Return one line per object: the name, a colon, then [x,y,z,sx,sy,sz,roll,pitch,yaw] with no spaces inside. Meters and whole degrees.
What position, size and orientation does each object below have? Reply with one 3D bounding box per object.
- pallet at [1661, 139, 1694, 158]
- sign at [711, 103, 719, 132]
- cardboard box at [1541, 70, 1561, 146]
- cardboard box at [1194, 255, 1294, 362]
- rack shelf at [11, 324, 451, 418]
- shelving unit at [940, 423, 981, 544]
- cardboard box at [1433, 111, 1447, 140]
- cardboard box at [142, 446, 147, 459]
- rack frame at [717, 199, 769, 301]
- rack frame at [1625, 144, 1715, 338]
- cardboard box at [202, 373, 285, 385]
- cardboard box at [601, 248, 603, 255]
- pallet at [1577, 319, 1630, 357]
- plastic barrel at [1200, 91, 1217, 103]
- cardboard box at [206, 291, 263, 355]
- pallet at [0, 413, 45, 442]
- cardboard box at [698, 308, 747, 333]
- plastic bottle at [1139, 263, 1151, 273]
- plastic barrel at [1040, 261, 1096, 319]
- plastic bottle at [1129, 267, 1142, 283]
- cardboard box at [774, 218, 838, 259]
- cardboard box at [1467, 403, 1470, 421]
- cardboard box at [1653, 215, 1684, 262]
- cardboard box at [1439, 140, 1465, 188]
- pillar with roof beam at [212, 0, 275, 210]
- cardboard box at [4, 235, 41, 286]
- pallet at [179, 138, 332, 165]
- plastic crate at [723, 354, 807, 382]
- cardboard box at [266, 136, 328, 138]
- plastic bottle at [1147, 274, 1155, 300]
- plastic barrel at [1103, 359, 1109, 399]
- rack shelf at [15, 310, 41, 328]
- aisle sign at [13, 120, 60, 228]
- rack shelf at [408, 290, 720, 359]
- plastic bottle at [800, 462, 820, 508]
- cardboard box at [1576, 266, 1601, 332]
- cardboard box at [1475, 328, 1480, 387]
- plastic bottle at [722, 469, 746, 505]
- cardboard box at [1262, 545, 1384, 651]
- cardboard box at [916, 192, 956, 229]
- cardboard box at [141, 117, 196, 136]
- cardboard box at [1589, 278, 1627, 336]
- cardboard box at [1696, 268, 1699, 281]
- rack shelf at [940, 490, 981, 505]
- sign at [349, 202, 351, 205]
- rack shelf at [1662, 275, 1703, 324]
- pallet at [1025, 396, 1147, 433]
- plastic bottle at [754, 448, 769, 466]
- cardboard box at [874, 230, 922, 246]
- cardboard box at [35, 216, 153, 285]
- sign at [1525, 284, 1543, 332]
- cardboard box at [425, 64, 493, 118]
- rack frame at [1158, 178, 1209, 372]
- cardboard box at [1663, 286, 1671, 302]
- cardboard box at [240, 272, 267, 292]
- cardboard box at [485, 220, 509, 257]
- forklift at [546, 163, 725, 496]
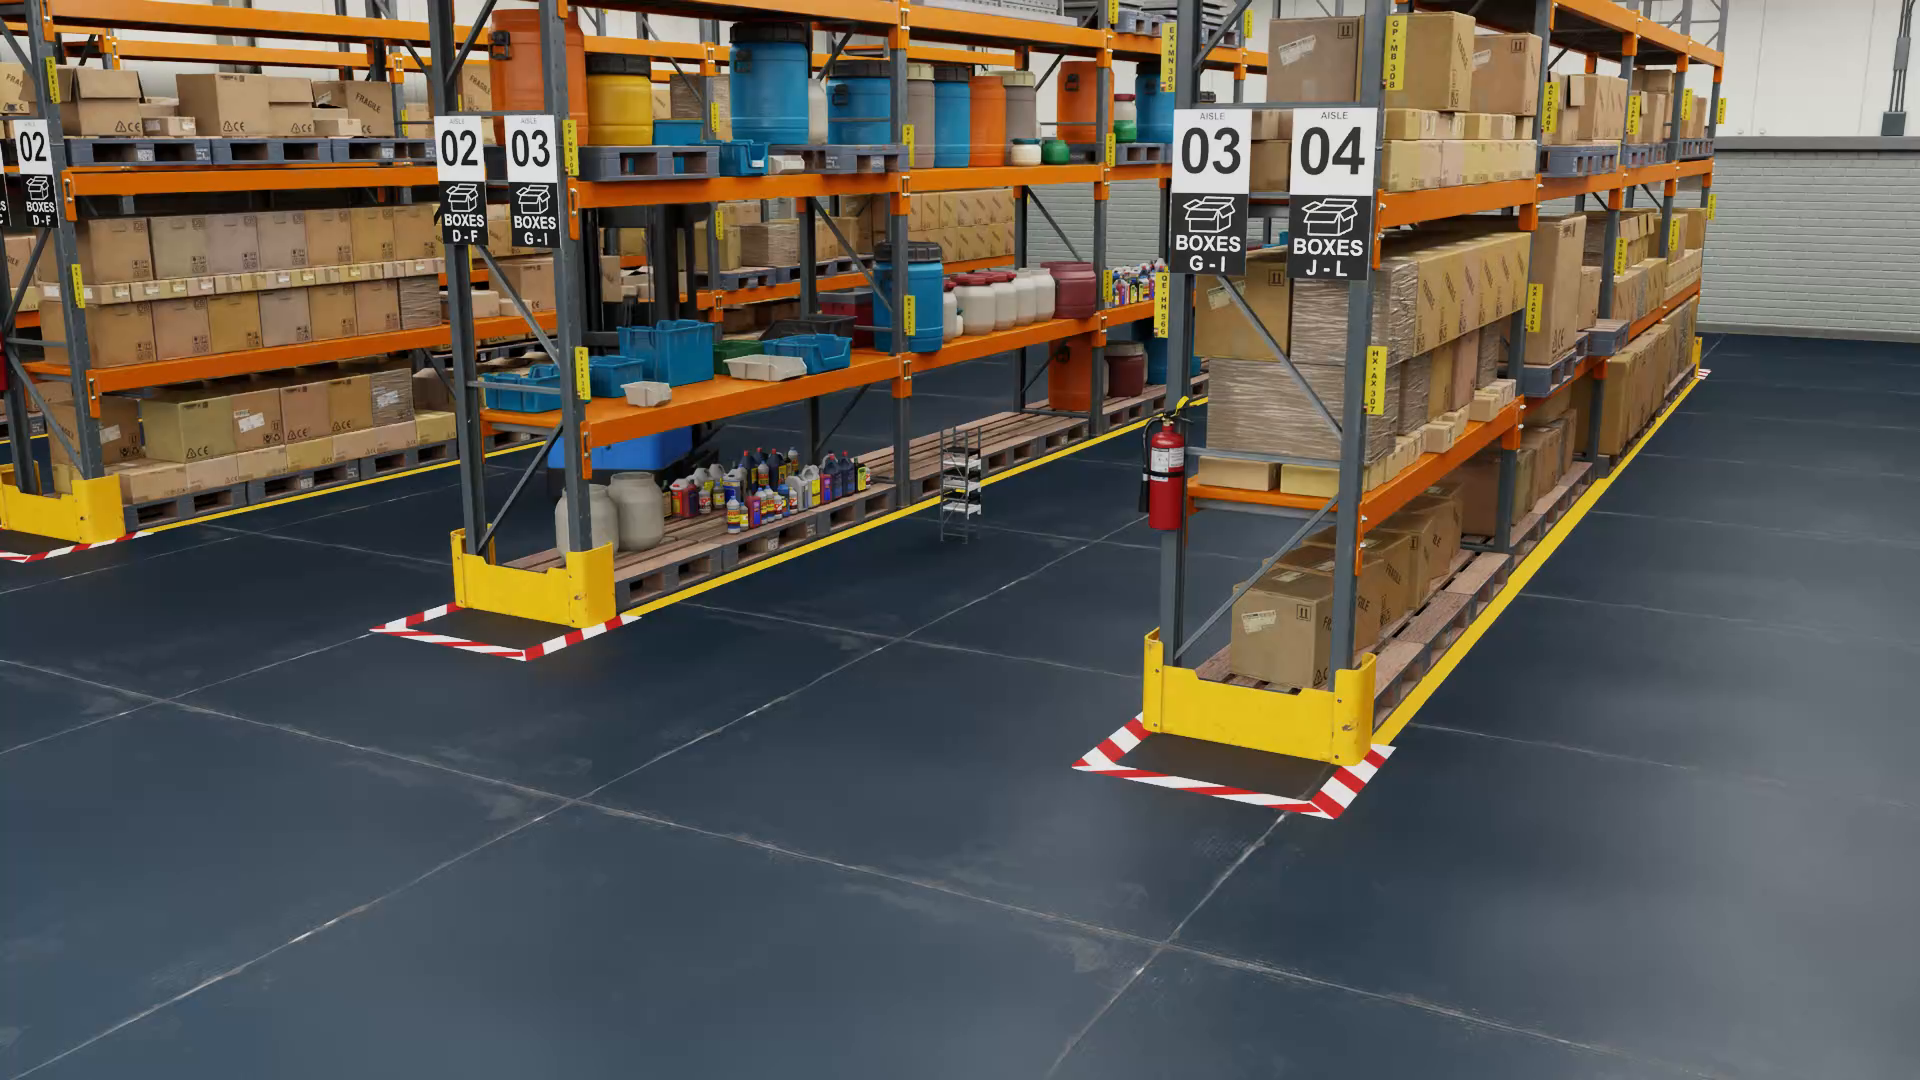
pallet: [7.715,-4.449,18.876,1.003,0.211,1.213,7,15,28]
sign: [-2.812,-4.853,19.091,0.100,0.325,0.005,7,15,28]
cardboard box: [3.756,-3.024,11.658,0.797,0.503,0.637,7,15,25]
cardboard box: [1.558,-1.225,8.734,0.500,0.500,0.500,7,15,28]
rack shelf: [-6.194,-1.589,14.759,1.077,0.370,4.000,7,15,28]
shelving unit: [0.004,-0.439,12.935,0.258,0.900,0.210,7,15,28]
cardboard box: [2.384,-2.220,8.910,0.380,0.149,0.250,7,15,28]
cardboard box: [-6.929,-0.643,14.272,0.500,0.250,0.500,7,15,28]
rack frame: [-3.765,-5.371,28.913,1.000,3.000,0.127,7,15,28]
rack frame: [9.244,-3.688,21.930,1.000,3.000,0.127,7,15,28]
cardboard box: [-6.449,-1.213,15.036,0.500,0.500,0.500,7,15,28]
cardboard box: [-5.614,-4.337,25.116,0.380,0.149,0.250,8,15,29]
pallet: [5.125,-1.795,14.488,1.213,0.211,1.003,7,15,28]
plastic barrel: [2.711,-4.972,19.558,0.600,0.588,0.600,0,14,0]
cardboard box: [-6.429,-1.881,14.221,0.700,0.500,0.500,7,15,28]
pallet: [-10.448,-1.161,17.398,1.003,0.211,1.213,7,15,28]
cardboard box: [-3.024,-2.763,20.890,0.500,0.250,0.500,8,16,30]
plastic bottle: [2.240,-3.241,20.342,0.152,0.276,0.135,7,15,28]
plastic barrel: [1.081,-2.544,16.896,0.600,0.536,0.708,7,15,28]
plastic bottle: [2.102,-3.109,19.794,0.152,0.276,0.135,7,15,28]
cardboard box: [-2.062,-4.023,22.210,0.700,0.500,0.500,10,17,37]
cardboard box: [3.034,-0.831,10.617,0.380,0.149,0.250,7,15,28]
cardboard box: [8.010,-3.473,19.123,0.500,0.500,0.500,7,15,28]
cardboard box: [2.455,-2.068,9.130,0.500,0.250,0.500,7,15,28]
pillar with roof beam: [-5.249,-5.990,18.679,9.100,9.000,0.400,7,15,28]
cardboard box: [-9.760,-2.976,17.653,0.500,0.500,0.500,7,15,28]
pallet: [-6.208,-3.337,14.263,1.003,0.211,1.213,7,15,28]
plastic crate: [-1.456,-1.297,12.575,0.530,0.136,0.437,7,15,28]
cardboard box: [-8.340,-4.993,20.680,0.797,0.503,0.637,10,17,36]
plastic bottle: [2.131,-2.835,18.641,0.061,0.283,0.133,7,15,28]
plastic barrel: [1.457,-1.831,18.638,0.421,0.512,0.421,0,14,0]
rack shelf: [-10.532,-2.149,17.083,1.077,0.370,4.000,7,15,28]
aisle sign: [-6.925,-2.744,12.468,0.394,0.787,0.004,7,15,28]
rack shelf: [-4.261,-2.409,18.163,1.077,0.370,4.000,7,15,28]
plastic bottle: [-1.201,-0.443,13.182,0.144,0.351,0.185,7,15,28]
cardboard box: [4.968,-2.058,14.060,0.700,0.500,0.500,10,17,36]
cardboard box: [2.898,-1.235,10.908,0.875,0.500,0.500,7,15,28]
plastic bottle: [-1.802,-0.420,13.250,0.152,0.276,0.135,7,15,28]
cardboard box: [2.084,0.353,9.606,0.500,0.500,0.500,13,19,43]
cardboard box: [-0.388,-4.801,24.201,0.500,0.500,0.500,7,15,26]
cardboard box: [-6.438,-3.358,13.503,0.380,0.149,0.250,7,15,28]
cardboard box: [5.849,-2.164,15.396,0.500,0.500,0.500,8,16,30]
cardboard box: [9.236,-3.402,21.279,0.380,0.149,0.250,8,15,29]
rack shelf: [0.004,-0.319,12.964,0.258,0.077,0.200,7,15,28]
sign: [-8.119,-4.355,22.227,0.100,0.325,0.005,7,15,28]
rack shelf: [8.277,-2.928,20.312,1.077,0.370,4.000,7,15,28]
pallet: [1.385,-1.418,18.467,1.003,0.211,1.213,7,15,28]
plastic bottle: [-1.647,-0.594,13.812,0.144,0.351,0.185,8,16,30]
cardboard box: [-0.875,-4.112,23.478,0.500,0.500,0.500,8,16,30]
cardboard box: [-6.899,-2.313,13.245,0.700,0.500,0.500,7,15,28]
sign: [3.921,-1.587,11.368,0.100,0.325,0.005,7,15,28]
cardboard box: [-4.895,-4.425,16.412,0.500,0.500,0.500,8,15,29]
rack frame: [2.974,-3.428,20.853,1.000,3.000,0.127,7,15,28]
cardboard box: [7.744,-2.768,18.650,0.380,0.149,0.250,7,15,28]
cardboard box: [-6.162,-2.213,14.214,0.380,0.149,0.250,7,15,27]
cardboard box: [-6.671,-4.212,23.212,0.500,0.500,0.500,7,15,28]
forklift: [-2.907,-2.081,15.411,1.130,2.935,3.031,1,14,6]
